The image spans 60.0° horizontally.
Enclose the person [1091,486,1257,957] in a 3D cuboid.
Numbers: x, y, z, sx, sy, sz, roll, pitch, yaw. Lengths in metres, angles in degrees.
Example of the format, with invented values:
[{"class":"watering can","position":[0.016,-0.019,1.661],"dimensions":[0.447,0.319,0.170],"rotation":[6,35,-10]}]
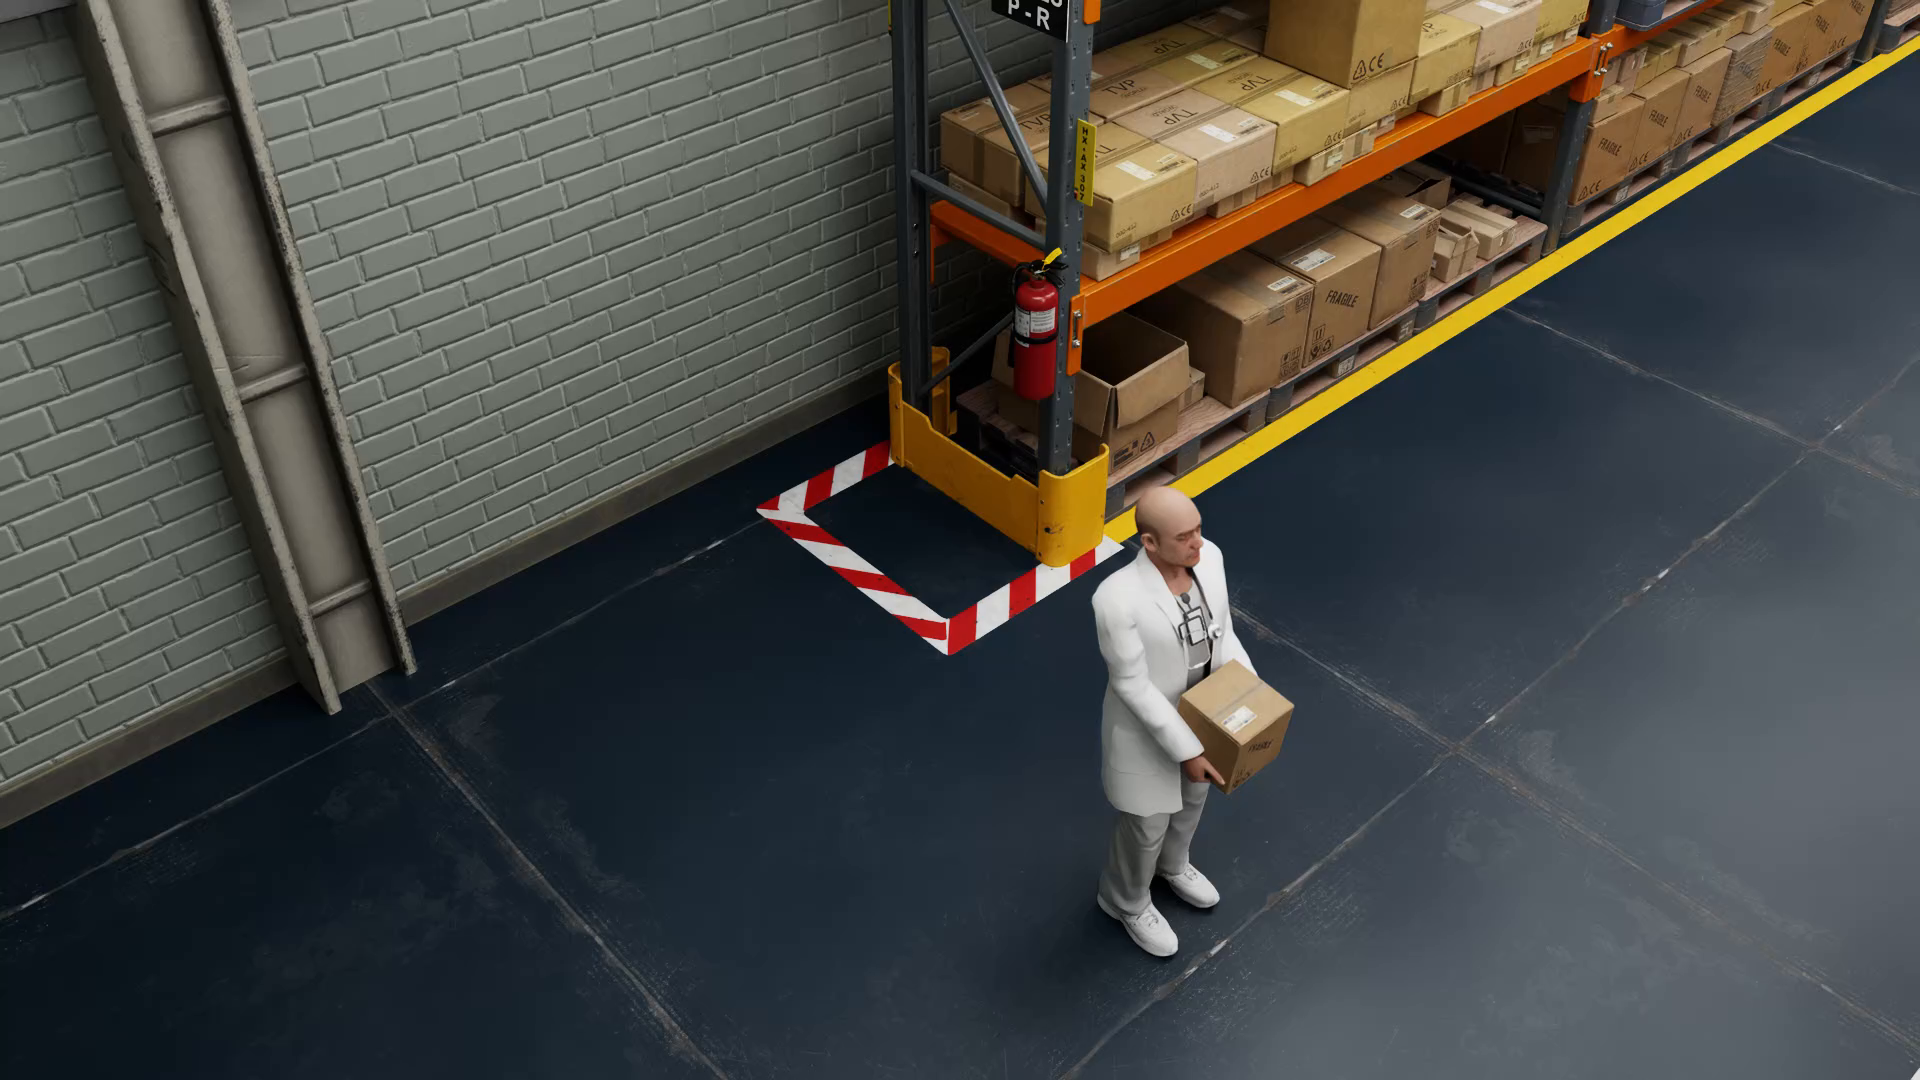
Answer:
[{"class":"person","position":[0.729,0.632,5.399],"dimensions":[0.527,1.769,0.563],"rotation":[-30,48,-31]}]
